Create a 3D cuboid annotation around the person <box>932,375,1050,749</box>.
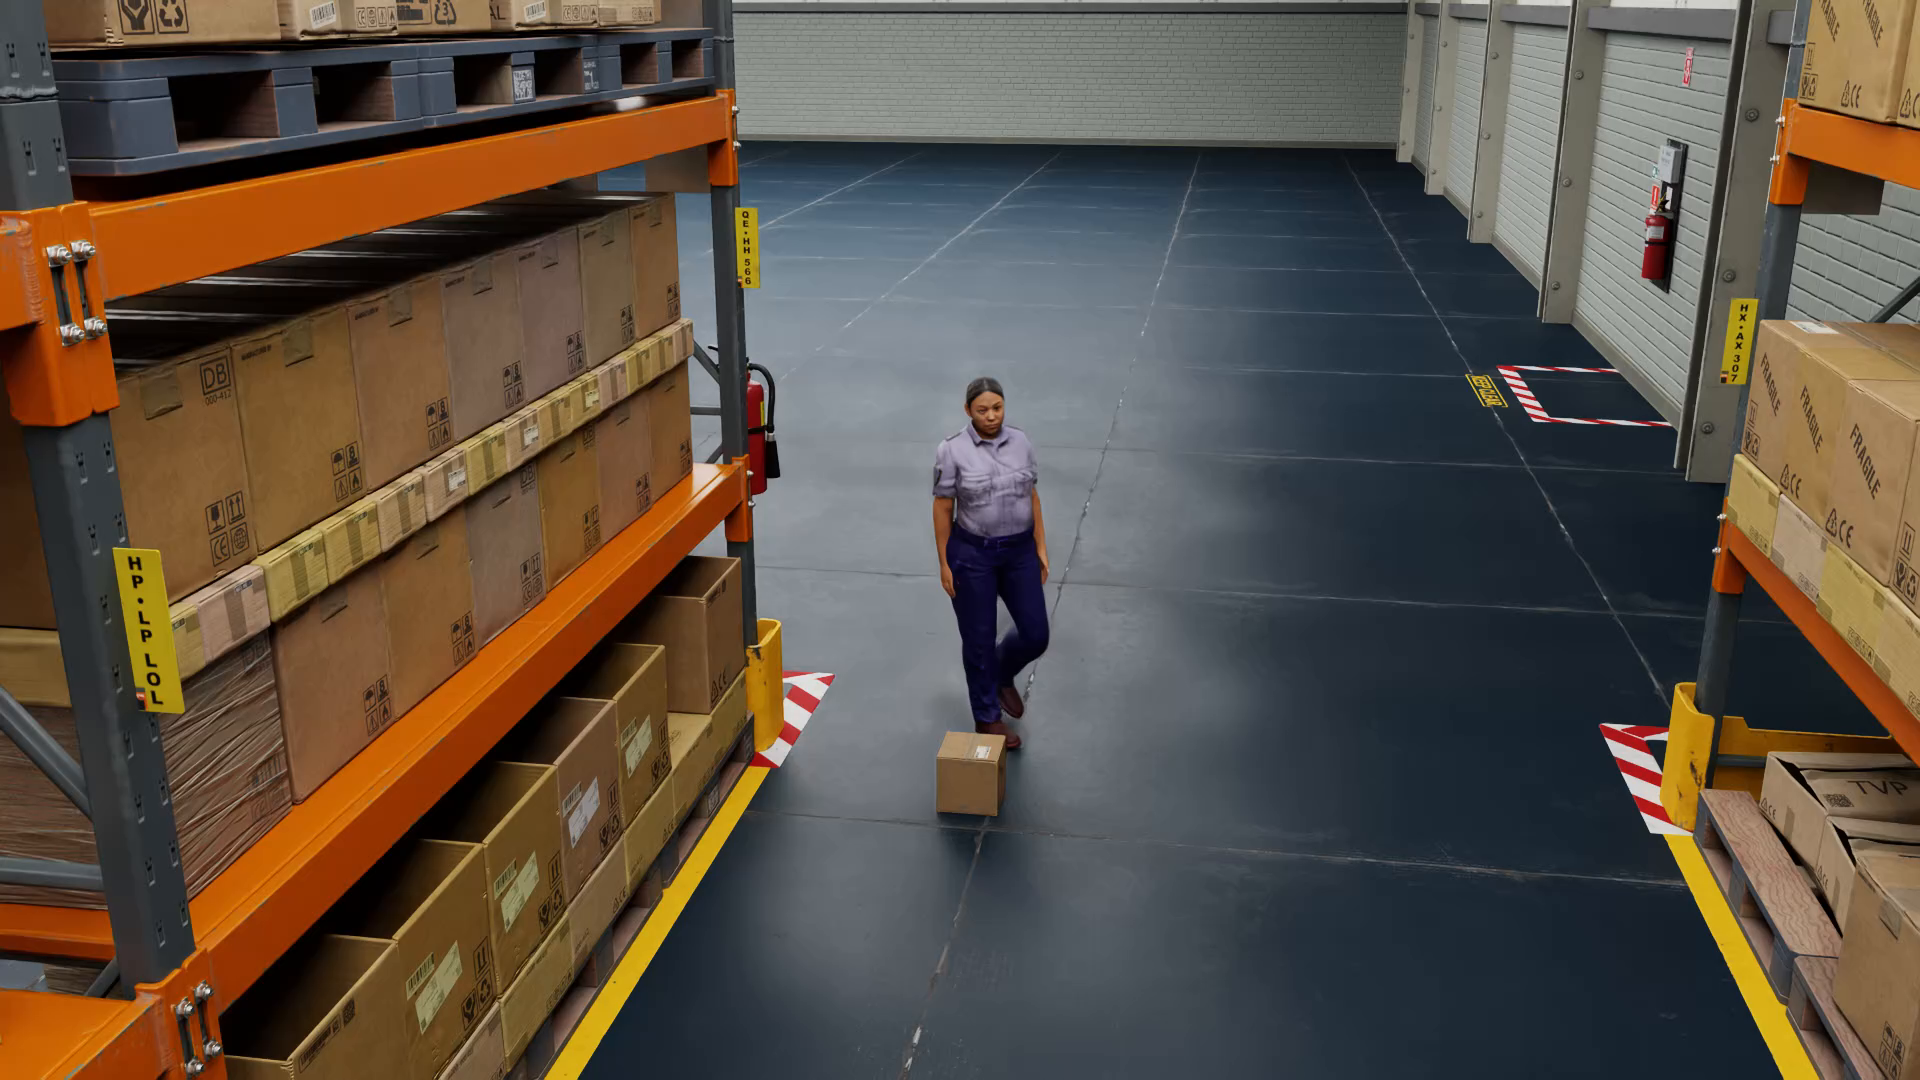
[{"bbox_3d":[0.135,0.080,7.302,0.499,1.644,0.517,-8,20,-23],"label":"person"}]
